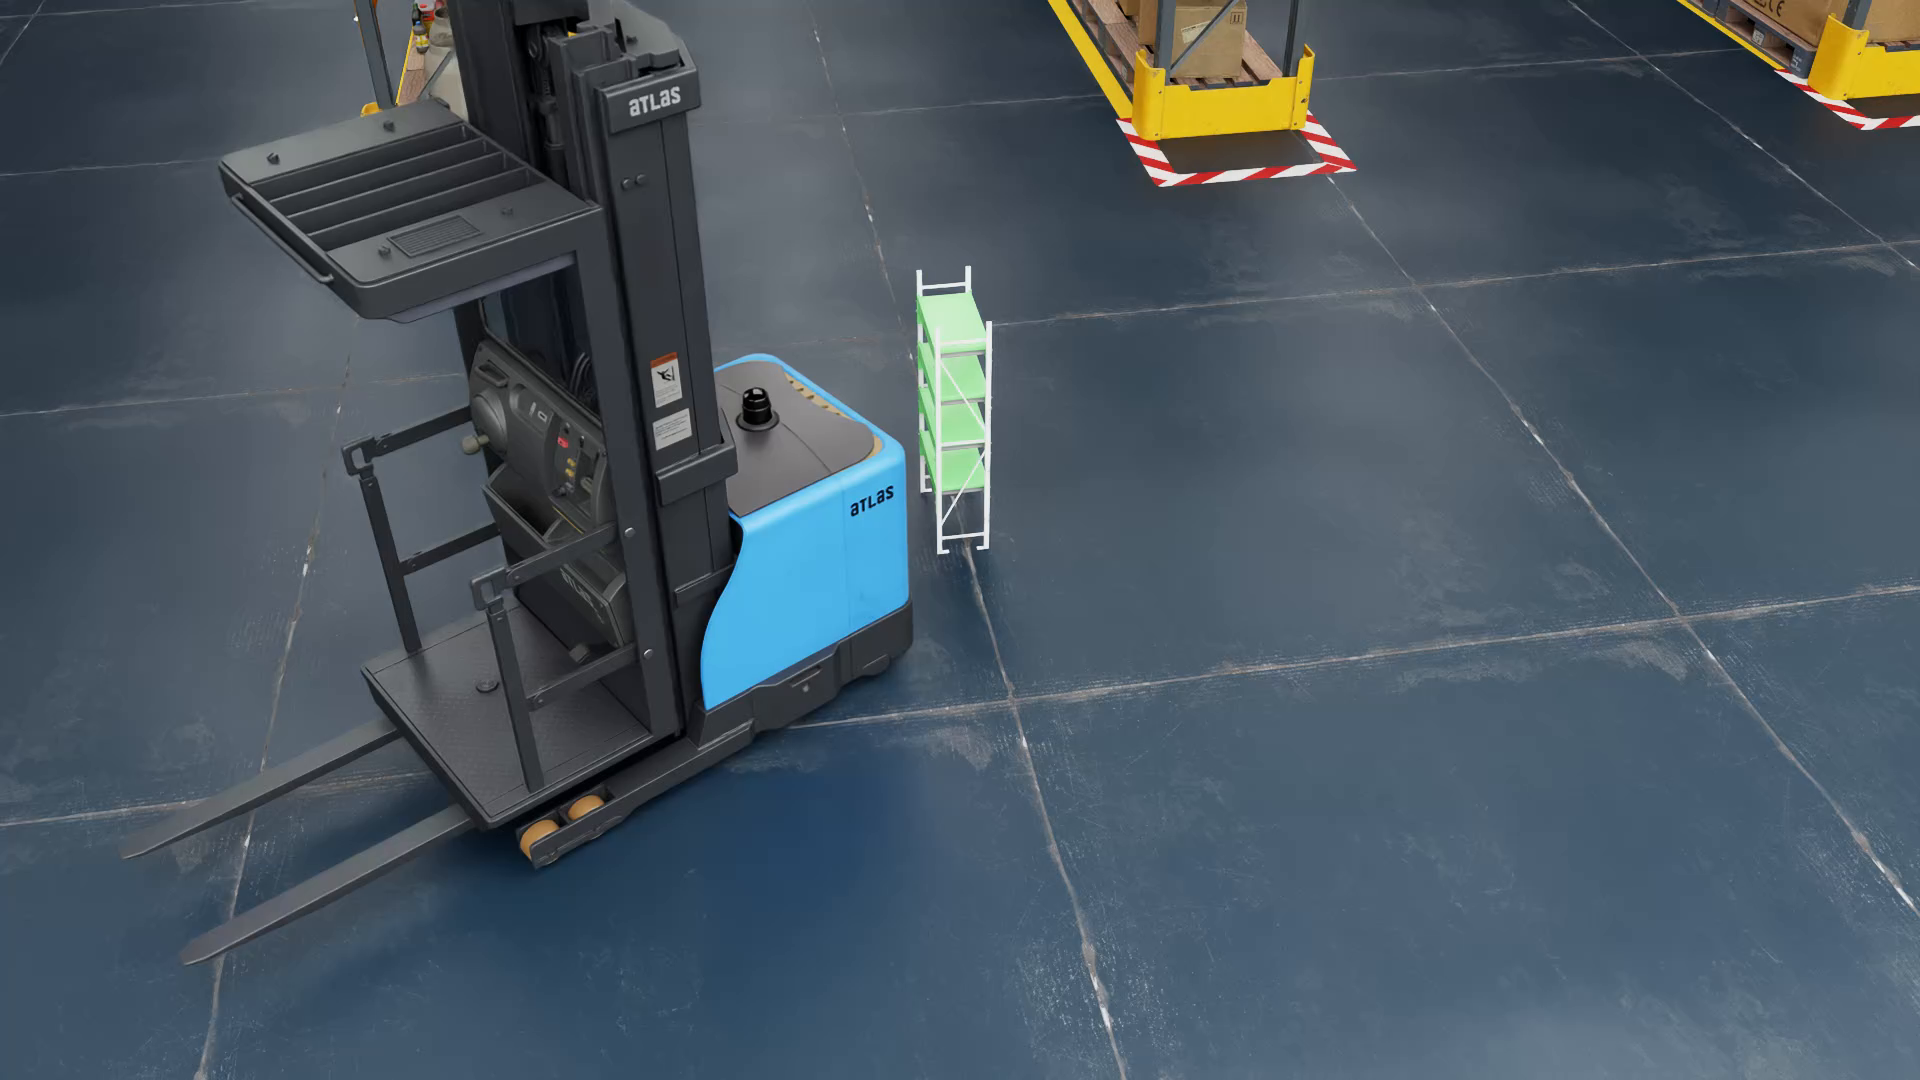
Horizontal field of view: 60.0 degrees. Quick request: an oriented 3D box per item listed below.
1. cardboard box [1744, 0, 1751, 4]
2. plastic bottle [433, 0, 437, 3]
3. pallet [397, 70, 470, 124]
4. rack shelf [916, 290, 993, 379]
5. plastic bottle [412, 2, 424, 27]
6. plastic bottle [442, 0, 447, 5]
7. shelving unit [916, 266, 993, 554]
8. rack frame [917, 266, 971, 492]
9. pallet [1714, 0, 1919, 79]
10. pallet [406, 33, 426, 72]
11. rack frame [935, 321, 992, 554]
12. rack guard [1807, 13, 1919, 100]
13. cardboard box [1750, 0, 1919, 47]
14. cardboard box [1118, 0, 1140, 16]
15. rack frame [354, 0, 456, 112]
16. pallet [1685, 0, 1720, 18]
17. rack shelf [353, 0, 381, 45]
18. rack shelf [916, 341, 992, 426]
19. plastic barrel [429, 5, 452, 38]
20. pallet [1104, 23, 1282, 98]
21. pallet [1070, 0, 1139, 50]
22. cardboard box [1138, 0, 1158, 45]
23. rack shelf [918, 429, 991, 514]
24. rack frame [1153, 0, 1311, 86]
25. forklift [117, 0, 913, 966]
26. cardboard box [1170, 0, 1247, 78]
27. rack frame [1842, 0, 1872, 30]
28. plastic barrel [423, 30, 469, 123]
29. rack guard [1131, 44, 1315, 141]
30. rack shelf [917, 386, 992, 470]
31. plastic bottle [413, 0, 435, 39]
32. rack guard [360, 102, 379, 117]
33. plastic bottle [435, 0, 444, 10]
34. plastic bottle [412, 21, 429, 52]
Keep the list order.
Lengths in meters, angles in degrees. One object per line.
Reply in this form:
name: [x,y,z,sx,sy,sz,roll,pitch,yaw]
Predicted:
cardboard box: [6.348,-4.727,12.779,0.875,0.875,0.875,-7,38,-9]
plastic bottle: [-3.884,-3.861,12.136,0.152,0.276,0.135,-7,38,-9]
pallet: [-3.286,-2.893,11.301,1.003,0.211,1.213,-6,38,-8]
rack shelf: [-0.029,-0.902,7.255,0.258,0.148,0.480,-6,38,-8]
plastic bottle: [-3.881,-3.693,11.915,0.061,0.283,0.133,-5,38,-7]
plastic bottle: [-3.765,-3.856,12.191,0.097,0.201,0.097,0,38,0]
shelving unit: [-0.029,-0.574,7.511,0.258,1.200,0.503,-6,38,-8]
rack frame: [-0.072,-0.721,7.700,0.240,1.200,0.015,-6,38,-8]
pallet: [6.471,-3.840,12.521,1.003,0.211,1.213,-6,38,-8]
pallet: [-3.496,-3.628,12.248,1.003,0.211,1.213,-6,38,-8]
rack frame: [0.014,-0.426,7.321,0.240,1.200,0.015,-6,38,-8]
rack guard: [6.692,-3.465,11.803,1.175,0.500,0.348,-6,38,-8]
cardboard box: [6.504,-4.196,12.096,0.875,0.875,0.875,-6,38,-8]
cardboard box: [1.465,-4.290,12.522,0.500,0.500,0.500,-3,38,-4]
rack frame: [-3.089,-3.462,9.761,1.000,3.000,0.127,-6,38,-8]
pallet: [6.260,-4.575,13.467,1.003,0.211,1.213,-6,38,-8]
rack shelf: [-3.440,-4.386,11.536,1.077,0.370,4.000,-6,38,-8]
rack shelf: [-0.029,-0.713,7.403,0.258,0.148,0.480,-6,38,-8]
plastic barrel: [-3.368,-3.337,11.286,0.421,0.512,0.421,0,38,0]
pallet: [1.666,-3.434,11.998,1.003,0.211,1.213,-6,38,-8]
pallet: [1.456,-4.169,12.944,1.003,0.211,1.213,-6,38,-8]
cardboard box: [1.556,-3.909,12.032,0.500,0.500,0.500,3,38,4]
rack shelf: [-0.029,-0.334,7.697,0.258,0.148,0.480,-6,38,-8]
rack frame: [1.787,-3.994,10.446,1.000,3.000,0.127,-6,38,-8]
forklift: [-1.651,-0.315,5.766,3.031,2.935,1.130,-27,45,-31]
cardboard box: [1.694,-3.552,11.572,0.500,0.500,0.500,0,38,1]
rack frame: [6.688,-4.467,11.055,1.000,3.000,0.127,-6,38,-8]
plastic barrel: [-3.280,-3.034,10.896,0.421,0.512,0.421,0,38,0]
rack guard: [1.774,-3.053,11.272,1.175,0.500,0.348,-6,38,-8]
rack shelf: [-0.029,-0.523,7.550,0.258,0.148,0.480,-6,38,-8]
plastic bottle: [-3.860,-3.777,12.028,0.152,0.276,0.135,-6,38,-8]
rack guard: [-3.149,-2.515,10.580,1.175,0.500,0.348,-6,38,-8]
plastic bottle: [-3.755,-3.792,12.041,0.061,0.283,0.133,-6,38,-8]
plastic bottle: [-3.843,-3.592,11.851,0.097,0.201,0.097,0,38,0]
